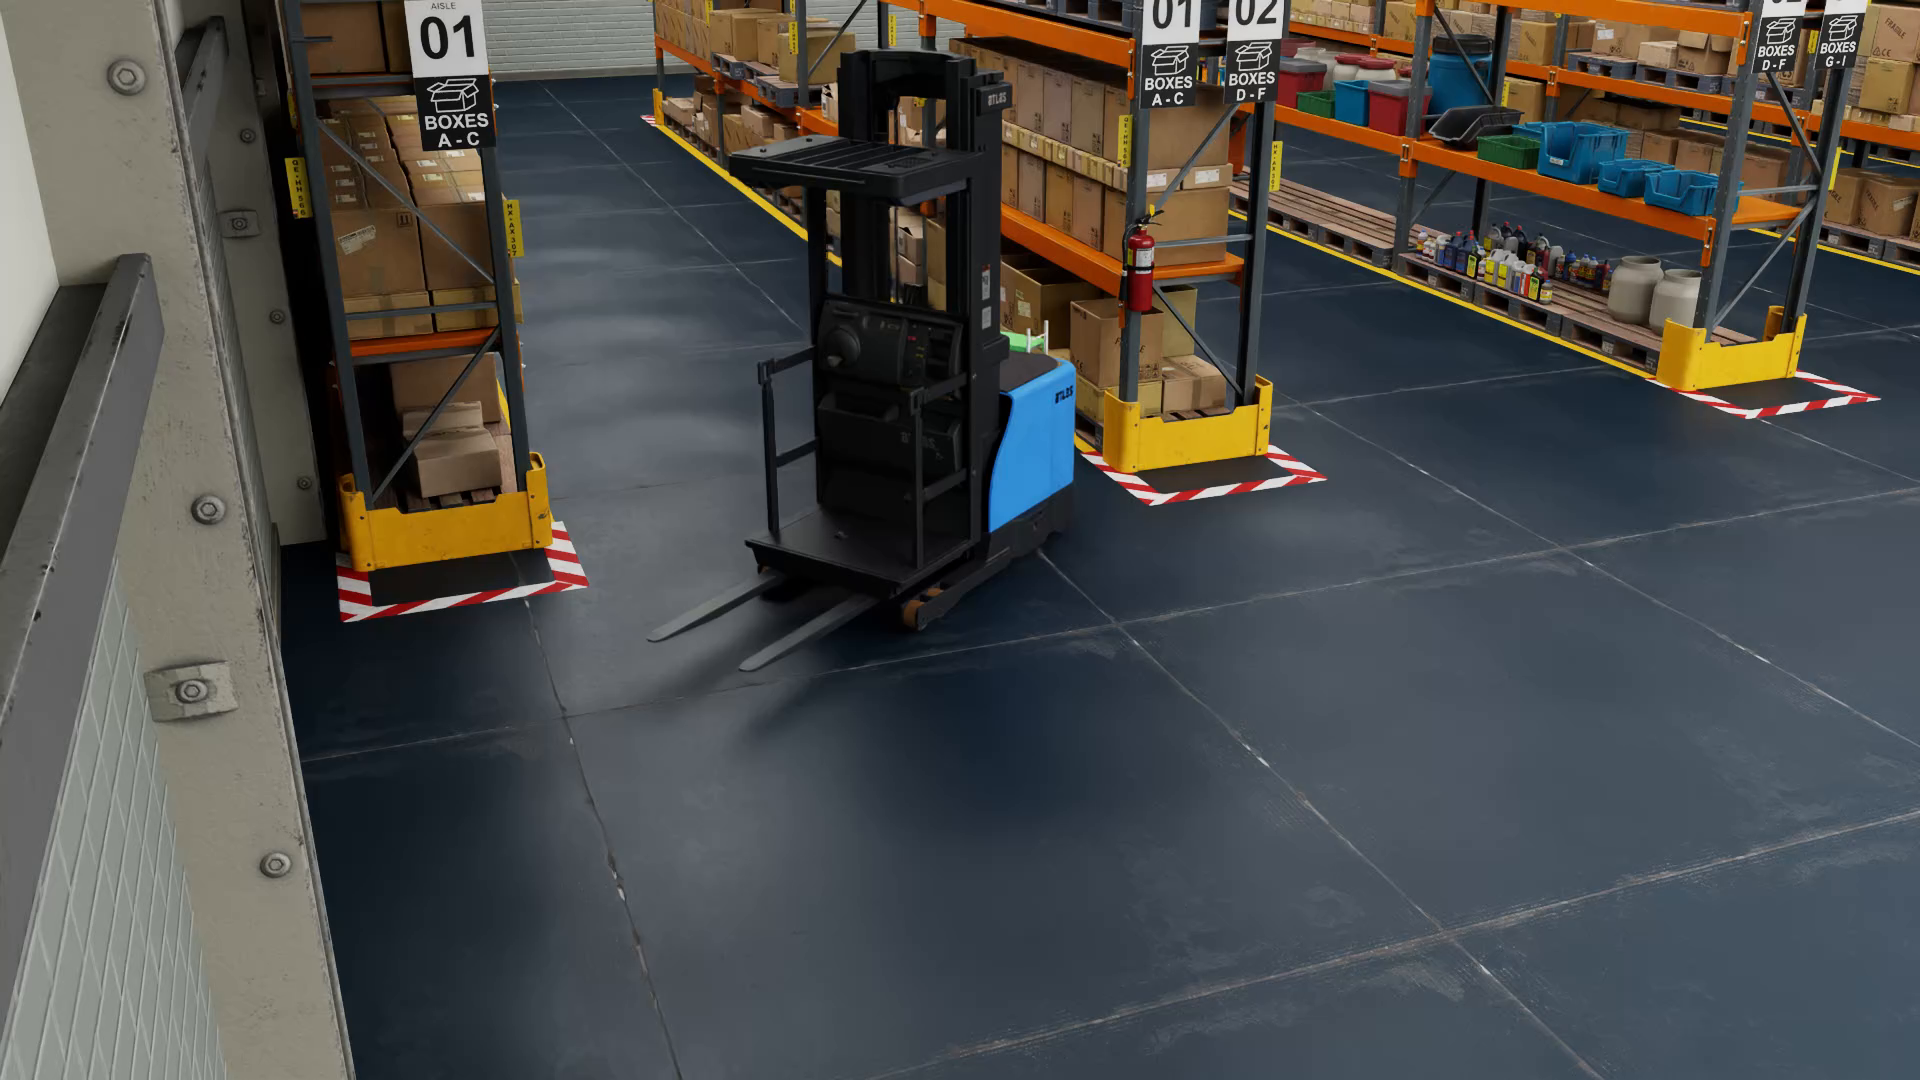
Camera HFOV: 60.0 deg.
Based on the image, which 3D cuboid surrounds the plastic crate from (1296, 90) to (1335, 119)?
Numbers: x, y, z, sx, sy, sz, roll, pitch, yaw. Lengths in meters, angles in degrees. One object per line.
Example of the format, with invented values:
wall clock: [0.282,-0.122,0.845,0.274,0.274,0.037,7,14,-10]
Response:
plastic crate: [3.915,-4.610,17.599,0.450,0.188,0.662,-8,24,-19]

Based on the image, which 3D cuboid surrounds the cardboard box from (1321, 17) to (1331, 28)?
cardboard box: [5.824,-8.024,25.749,0.380,0.149,0.250,-8,24,-18]

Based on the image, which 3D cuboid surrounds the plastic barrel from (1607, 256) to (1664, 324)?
plastic barrel: [5.727,-2.118,14.076,0.421,0.512,0.421,0,23,0]

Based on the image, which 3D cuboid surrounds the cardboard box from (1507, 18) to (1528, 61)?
cardboard box: [7.438,-6.620,21.966,0.500,0.500,0.500,-9,24,-19]

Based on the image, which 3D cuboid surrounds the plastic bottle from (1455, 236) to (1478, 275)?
plastic bottle: [4.758,-2.677,15.584,0.144,0.351,0.185,-9,25,-21]

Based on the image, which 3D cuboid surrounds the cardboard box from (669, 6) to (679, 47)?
cardboard box: [-3.808,-7.275,23.520,0.500,0.500,0.500,-8,24,-19]

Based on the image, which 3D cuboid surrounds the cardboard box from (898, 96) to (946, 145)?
cardboard box: [-0.283,-3.954,15.641,0.500,0.500,0.500,-7,24,-15]

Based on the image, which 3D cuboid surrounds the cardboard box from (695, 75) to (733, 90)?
cardboard box: [-3.657,-6.683,24.896,0.500,0.500,0.500,-8,24,-19]

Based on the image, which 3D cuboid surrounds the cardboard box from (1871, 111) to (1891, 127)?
cardboard box: [9.510,-4.289,16.888,0.380,0.149,0.250,-8,24,-19]

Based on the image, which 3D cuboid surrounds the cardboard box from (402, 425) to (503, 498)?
cardboard box: [-3.221,-0.529,10.538,0.500,0.311,0.500,-11,25,-25]

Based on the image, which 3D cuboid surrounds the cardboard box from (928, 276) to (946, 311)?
cardboard box: [0.039,-2.152,14.493,0.500,0.250,0.500,-8,24,-19]

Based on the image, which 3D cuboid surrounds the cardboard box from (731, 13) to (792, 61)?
cardboard box: [-2.406,-6.138,20.281,0.700,0.500,0.500,-5,23,-11]

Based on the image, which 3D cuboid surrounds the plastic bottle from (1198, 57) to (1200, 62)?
plastic bottle: [3.041,-6.216,21.295,0.152,0.276,0.135,-8,24,-19]

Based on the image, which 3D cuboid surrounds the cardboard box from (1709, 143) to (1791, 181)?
cardboard box: [9.081,-4.246,19.114,0.700,0.500,0.500,-8,24,-19]

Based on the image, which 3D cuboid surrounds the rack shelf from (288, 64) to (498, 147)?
rack shelf: [-3.767,-3.079,10.756,1.077,0.370,4.000,-8,24,-19]

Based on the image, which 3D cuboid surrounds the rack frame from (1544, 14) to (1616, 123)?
rack frame: [8.015,-6.247,21.209,1.000,3.000,0.127,-8,24,-19]

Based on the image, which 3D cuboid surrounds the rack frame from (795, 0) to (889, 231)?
rack frame: [-1.254,-4.889,17.987,1.000,3.000,0.127,-8,24,-19]

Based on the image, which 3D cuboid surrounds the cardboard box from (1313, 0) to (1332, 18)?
cardboard box: [5.835,-8.266,25.809,0.500,0.250,0.500,-8,24,-18]

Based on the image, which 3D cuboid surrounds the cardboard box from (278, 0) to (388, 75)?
cardboard box: [-3.445,-2.856,9.146,0.500,0.500,0.500,-7,24,-15]

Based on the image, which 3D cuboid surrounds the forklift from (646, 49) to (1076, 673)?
forklift: [-0.502,-1.064,9.000,1.130,2.935,3.031,14,27,30]

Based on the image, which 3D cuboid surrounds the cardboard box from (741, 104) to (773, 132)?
cardboard box: [-2.371,-5.166,20.332,0.500,0.250,0.500,-8,24,-19]

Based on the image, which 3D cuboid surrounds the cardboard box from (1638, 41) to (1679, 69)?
cardboard box: [8.392,-5.731,19.637,0.500,0.250,0.500,-9,24,-20]

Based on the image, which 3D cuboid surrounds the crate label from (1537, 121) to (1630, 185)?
crate label: [5.304,-3.308,14.192,0.502,0.435,0.616,-8,24,-19]

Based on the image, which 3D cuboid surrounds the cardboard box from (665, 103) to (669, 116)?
cardboard box: [-4.165,-6.403,24.661,0.380,0.166,0.250,-8,24,-19]

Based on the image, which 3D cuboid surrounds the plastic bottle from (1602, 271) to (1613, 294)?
plastic bottle: [5.822,-2.313,14.912,0.097,0.201,0.097,0,23,0]

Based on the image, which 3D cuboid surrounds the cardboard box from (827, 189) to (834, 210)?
cardboard box: [-1.150,-3.654,17.334,0.500,0.311,0.500,-9,24,-20]

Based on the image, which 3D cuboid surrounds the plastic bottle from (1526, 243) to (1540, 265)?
plastic bottle: [5.387,-2.660,15.630,0.061,0.283,0.133,-8,24,-19]

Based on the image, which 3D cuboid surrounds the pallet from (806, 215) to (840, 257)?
pallet: [-0.999,-3.300,17.807,1.003,0.211,1.213,-8,24,-19]

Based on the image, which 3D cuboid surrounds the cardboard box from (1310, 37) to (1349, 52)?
cardboard box: [6.126,-7.492,26.359,0.875,0.875,0.875,-8,24,-19]

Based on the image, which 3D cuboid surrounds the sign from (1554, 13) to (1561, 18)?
sign: [7.497,-6.703,20.801,0.100,0.325,0.005,-8,24,-19]

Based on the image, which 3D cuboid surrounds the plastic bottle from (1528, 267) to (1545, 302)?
plastic bottle: [5.090,-2.259,14.678,0.061,0.283,0.133,-8,24,-18]

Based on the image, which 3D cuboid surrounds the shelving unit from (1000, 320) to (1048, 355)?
shelving unit: [0.276,-0.838,10.693,0.503,1.200,0.258,14,26,29]

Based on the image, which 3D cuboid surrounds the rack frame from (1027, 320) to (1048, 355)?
rack frame: [0.482,-0.787,10.573,0.015,1.200,0.240,14,26,29]

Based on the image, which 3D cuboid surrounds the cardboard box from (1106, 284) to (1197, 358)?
cardboard box: [1.413,-1.661,12.363,0.500,0.500,0.500,-8,24,-19]

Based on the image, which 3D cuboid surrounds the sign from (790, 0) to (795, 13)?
sign: [-2.149,-6.953,21.395,0.100,0.325,0.005,-8,24,-19]

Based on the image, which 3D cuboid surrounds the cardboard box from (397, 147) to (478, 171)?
cardboard box: [-3.483,-2.357,11.182,0.500,0.500,0.500,-8,24,-17]

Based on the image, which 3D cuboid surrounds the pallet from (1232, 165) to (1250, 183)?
pallet: [3.064,-4.563,20.804,1.003,0.211,1.213,-8,24,-19]

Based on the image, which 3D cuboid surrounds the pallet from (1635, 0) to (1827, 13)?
pallet: [6.007,-4.270,12.899,1.003,0.211,1.213,-8,24,-19]

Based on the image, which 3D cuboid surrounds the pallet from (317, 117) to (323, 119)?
pallet: [-5.535,-3.875,15.829,1.213,0.211,1.003,-8,24,-19]

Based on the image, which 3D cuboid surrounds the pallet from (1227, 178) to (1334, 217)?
pallet: [3.619,-3.995,19.458,1.003,0.211,1.213,-8,24,-19]

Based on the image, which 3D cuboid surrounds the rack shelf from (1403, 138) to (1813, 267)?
rack shelf: [5.501,-3.056,14.564,1.077,0.370,4.000,-8,24,-19]

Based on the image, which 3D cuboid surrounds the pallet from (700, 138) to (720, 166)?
pallet: [-2.909,-5.307,22.570,1.003,0.211,1.213,-8,24,-19]

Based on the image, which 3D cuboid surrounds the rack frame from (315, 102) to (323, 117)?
rack frame: [-5.887,-4.208,16.372,1.000,3.000,0.127,-8,24,-19]

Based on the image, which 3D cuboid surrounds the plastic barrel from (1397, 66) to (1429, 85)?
plastic barrel: [4.662,-4.554,17.018,0.433,0.535,0.433,0,23,0]

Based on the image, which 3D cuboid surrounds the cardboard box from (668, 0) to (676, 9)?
cardboard box: [-3.806,-7.734,23.321,0.500,0.500,0.500,-8,24,-18]

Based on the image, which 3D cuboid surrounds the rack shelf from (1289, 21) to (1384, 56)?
rack shelf: [5.896,-8.095,26.521,1.077,0.370,4.000,-8,24,-19]

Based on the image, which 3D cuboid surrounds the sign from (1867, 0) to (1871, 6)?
sign: [6.724,-4.121,12.291,0.100,0.325,0.005,-8,24,-19]

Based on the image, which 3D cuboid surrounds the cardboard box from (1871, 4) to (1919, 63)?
cardboard box: [9.527,-5.057,16.588,0.500,0.500,0.500,-8,24,-19]

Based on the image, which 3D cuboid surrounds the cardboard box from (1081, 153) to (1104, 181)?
cardboard box: [1.075,-2.628,11.658,0.380,0.149,0.250,-9,24,-20]

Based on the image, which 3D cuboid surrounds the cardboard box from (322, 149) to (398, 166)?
cardboard box: [-3.959,-2.283,11.007,0.500,0.500,0.500,-8,24,-18]

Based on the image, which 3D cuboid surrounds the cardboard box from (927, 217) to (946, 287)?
cardboard box: [0.030,-2.496,14.344,0.500,0.500,0.500,-8,24,-19]

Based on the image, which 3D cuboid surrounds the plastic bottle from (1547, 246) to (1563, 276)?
plastic bottle: [5.527,-2.620,15.545,0.152,0.276,0.135,-8,24,-18]

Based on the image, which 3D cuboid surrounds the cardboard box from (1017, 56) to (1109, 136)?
cardboard box: [0.854,-3.372,12.589,0.700,0.500,0.500,-8,24,-19]

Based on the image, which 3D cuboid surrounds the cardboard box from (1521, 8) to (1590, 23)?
cardboard box: [7.772,-7.023,21.630,0.797,0.503,0.637,-7,24,-17]
